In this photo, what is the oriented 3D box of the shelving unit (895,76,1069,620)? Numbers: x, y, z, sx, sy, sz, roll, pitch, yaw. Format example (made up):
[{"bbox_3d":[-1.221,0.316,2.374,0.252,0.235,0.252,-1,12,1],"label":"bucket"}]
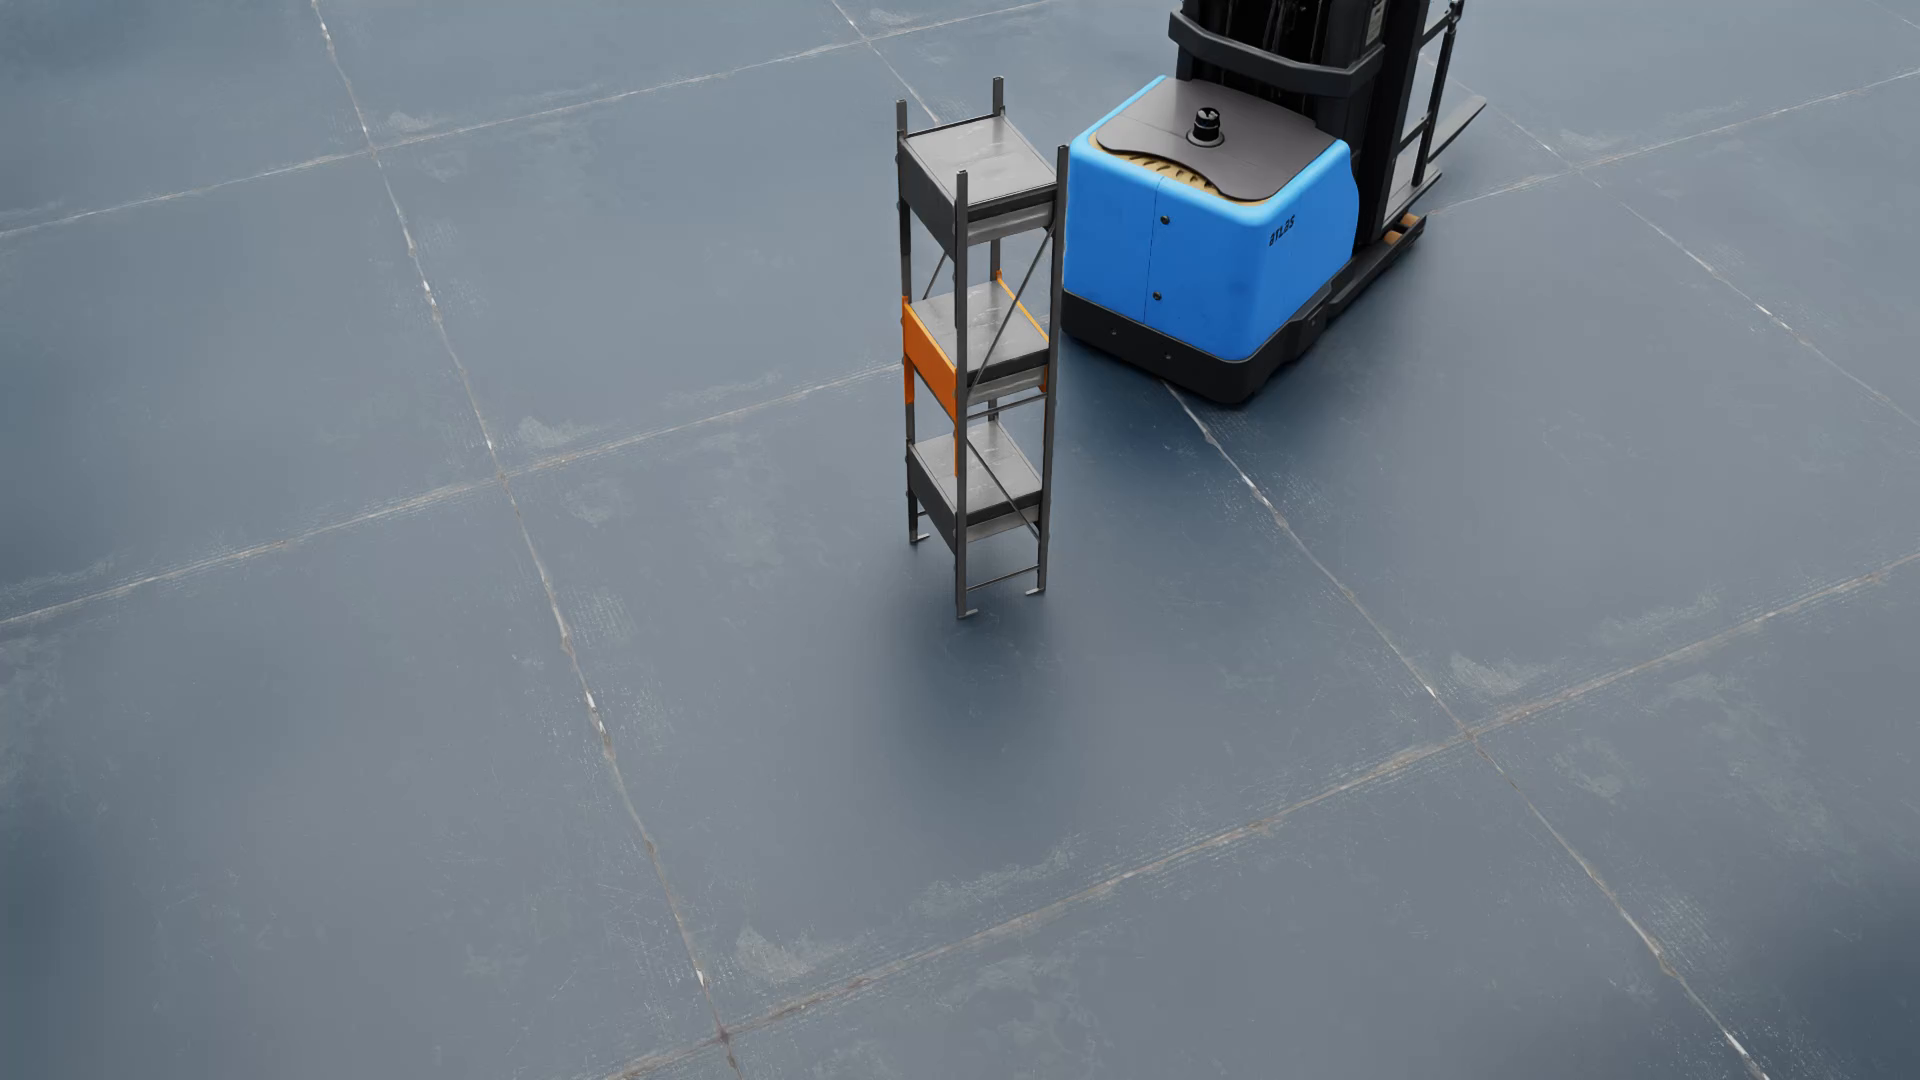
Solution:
[{"bbox_3d":[0.070,-0.642,6.274,0.431,2.100,0.503,-18,47,-17],"label":"shelving unit"}]

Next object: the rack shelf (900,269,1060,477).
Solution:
[{"bbox_3d":[0.070,-0.632,6.284,0.431,0.518,0.480,-18,47,-17],"label":"rack shelf"}]

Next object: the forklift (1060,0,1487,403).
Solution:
[{"bbox_3d":[1.765,-2.657,7.725,1.130,2.935,3.031,28,51,26],"label":"forklift"}]

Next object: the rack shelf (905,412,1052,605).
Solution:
[{"bbox_3d":[0.070,-0.134,6.776,0.431,0.518,0.480,-18,47,-17],"label":"rack shelf"}]

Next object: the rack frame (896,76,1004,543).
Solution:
[{"bbox_3d":[-0.033,-0.797,6.432,0.400,2.100,0.015,-18,47,-17],"label":"rack frame"}]

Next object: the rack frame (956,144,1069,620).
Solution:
[{"bbox_3d":[0.172,-0.486,6.117,0.400,2.100,0.015,-18,47,-17],"label":"rack frame"}]

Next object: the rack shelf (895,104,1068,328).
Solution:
[{"bbox_3d":[0.070,-1.130,5.792,0.431,0.518,0.480,-18,47,-17],"label":"rack shelf"}]
